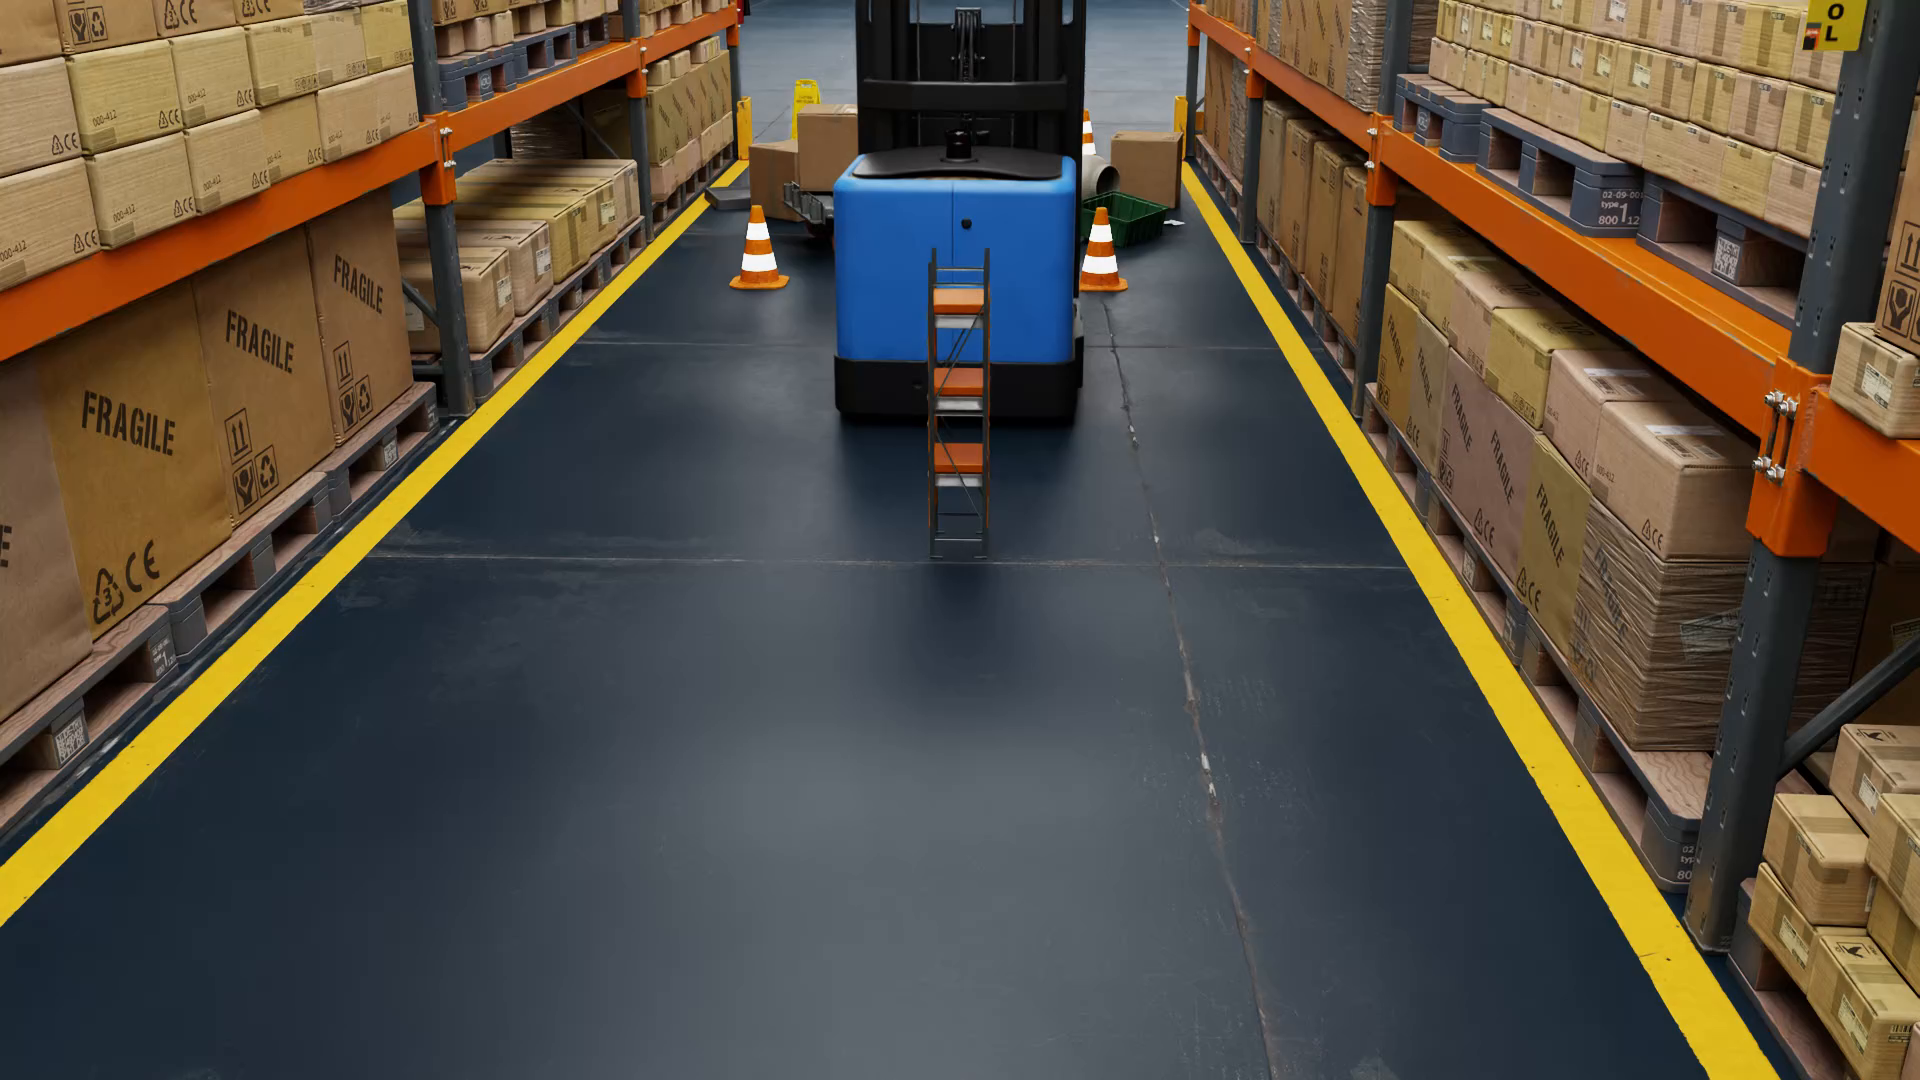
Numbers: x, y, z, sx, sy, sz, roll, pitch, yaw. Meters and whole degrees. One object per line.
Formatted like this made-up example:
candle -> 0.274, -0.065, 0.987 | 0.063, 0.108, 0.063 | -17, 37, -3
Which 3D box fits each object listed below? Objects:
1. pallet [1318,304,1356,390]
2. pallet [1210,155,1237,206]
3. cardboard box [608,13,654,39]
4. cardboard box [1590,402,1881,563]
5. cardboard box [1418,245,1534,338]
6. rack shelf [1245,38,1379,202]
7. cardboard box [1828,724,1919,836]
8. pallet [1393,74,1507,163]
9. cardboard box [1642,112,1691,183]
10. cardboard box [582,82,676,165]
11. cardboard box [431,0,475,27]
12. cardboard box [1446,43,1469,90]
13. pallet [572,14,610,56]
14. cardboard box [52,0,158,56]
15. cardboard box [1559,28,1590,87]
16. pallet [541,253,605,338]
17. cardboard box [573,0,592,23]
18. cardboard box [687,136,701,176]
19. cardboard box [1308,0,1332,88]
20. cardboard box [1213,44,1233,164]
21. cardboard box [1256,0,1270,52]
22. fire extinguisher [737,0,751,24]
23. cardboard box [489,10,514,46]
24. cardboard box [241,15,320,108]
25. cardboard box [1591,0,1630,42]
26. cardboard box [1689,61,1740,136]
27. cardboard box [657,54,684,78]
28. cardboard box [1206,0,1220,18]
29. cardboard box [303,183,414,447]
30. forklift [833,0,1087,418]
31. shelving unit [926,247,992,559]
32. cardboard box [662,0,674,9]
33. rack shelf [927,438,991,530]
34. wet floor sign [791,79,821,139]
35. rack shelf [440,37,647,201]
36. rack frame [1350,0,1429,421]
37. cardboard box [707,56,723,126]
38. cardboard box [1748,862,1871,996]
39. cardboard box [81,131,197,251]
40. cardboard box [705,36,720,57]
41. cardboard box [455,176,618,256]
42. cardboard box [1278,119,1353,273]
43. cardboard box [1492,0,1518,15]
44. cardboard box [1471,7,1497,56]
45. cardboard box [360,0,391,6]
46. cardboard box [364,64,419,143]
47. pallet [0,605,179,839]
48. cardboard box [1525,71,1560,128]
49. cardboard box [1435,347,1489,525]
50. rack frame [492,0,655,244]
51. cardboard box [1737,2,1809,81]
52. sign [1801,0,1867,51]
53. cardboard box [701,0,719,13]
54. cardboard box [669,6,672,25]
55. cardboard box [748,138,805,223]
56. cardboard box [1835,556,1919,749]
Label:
pallet -> 2.360, -0.929, 8.132 | 1.003, 0.211, 1.213 | 1, 21, 2
pallet -> 2.518, -2.808, 12.973 | 1.003, 0.211, 1.213 | 1, 21, 2
cardboard box -> -2.239, -3.403, 10.999 | 0.380, 0.149, 0.250 | 1, 21, 1
cardboard box -> 1.909, -0.151, 4.110 | 0.500, 0.250, 0.500 | 0, 21, 0
cardboard box -> 1.982, -0.895, 6.028 | 0.500, 0.250, 0.500 | 0, 21, 1
rack shelf -> 2.321, -2.333, 8.889 | 1.077, 0.370, 4.000 | 1, 21, 2
cardboard box -> 1.921, 0.479, 3.185 | 0.380, 0.149, 0.250 | 1, 21, 4
pallet -> 2.345, -1.597, 6.263 | 1.213, 0.211, 1.003 | 1, 21, 2
cardboard box -> 1.978, -0.998, 4.221 | 0.380, 0.149, 0.250 | 0, 21, -1
cardboard box -> -2.281, -2.883, 11.497 | 0.500, 0.500, 0.500 | 2, 21, 4
cardboard box -> -2.445, -2.504, 7.206 | 0.500, 0.500, 0.500 | 0, 21, 0
cardboard box -> 2.037, -1.767, 6.204 | 0.380, 0.149, 0.250 | 2, 21, 4
pallet -> -2.737, -3.045, 9.996 | 1.003, 0.211, 1.213 | 1, 21, 2
cardboard box -> -2.506, -1.551, 4.359 | 0.500, 0.500, 0.500 | 0, 21, 0
cardboard box -> 2.003, -1.427, 4.915 | 0.380, 0.149, 0.250 | 1, 21, 4
pallet -> -2.625, -1.386, 9.308 | 1.003, 0.211, 1.213 | 1, 21, 2
cardboard box -> -2.310, -3.018, 9.427 | 0.380, 0.149, 0.250 | 1, 21, 2
cardboard box -> -2.263, -2.919, 12.625 | 0.500, 0.250, 0.500 | 0, 21, 1
cardboard box -> 2.037, -2.519, 8.235 | 0.500, 0.500, 0.500 | 0, 21, 1
cardboard box -> 2.524, -3.479, 13.205 | 0.875, 0.875, 0.875 | 0, 21, 1
cardboard box -> 2.097, -3.251, 10.122 | 0.500, 0.500, 0.500 | 1, 21, 2
fire extinguisher -> -1.983, -4.856, 14.504 | 0.296, 0.674, 0.183 | 1, 21, 2
cardboard box -> -2.369, -2.457, 7.981 | 0.380, 0.149, 0.250 | 1, 21, 2
cardboard box -> -2.458, -1.578, 5.464 | 0.500, 0.250, 0.500 | 0, 21, 0
cardboard box -> 1.996, -1.473, 4.624 | 0.380, 0.149, 0.250 | 0, 21, -1
cardboard box -> 1.971, -1.047, 3.937 | 0.380, 0.149, 0.250 | 2, 21, 4
cardboard box -> -2.203, -3.416, 11.973 | 0.380, 0.149, 0.250 | 1, 21, 4
cardboard box -> 2.400, -4.373, 12.945 | 0.875, 0.550, 0.550 | 1, 21, 2
cardboard box -> -2.795, -0.919, 6.609 | 0.875, 0.875, 0.875 | 0, 21, 1
forklift -> 0.068, -2.385, 8.125 | 1.130, 2.935, 3.031 | 1, 21, 4
shelving unit -> -0.002, -0.470, 5.789 | 0.215, 1.050, 0.252 | 1, 21, 2
cardboard box -> -2.285, -3.932, 11.468 | 0.500, 0.500, 0.500 | 1, 21, 1
rack shelf -> -0.002, -0.201, 5.894 | 0.215, 0.259, 0.240 | 1, 21, 2
wet floor sign -> -1.372, -3.815, 14.969 | 0.267, 0.644, 0.232 | 8, 23, 20
rack shelf -> -2.630, -2.351, 8.935 | 1.077, 0.370, 4.000 | 1, 21, 2
rack frame -> 2.260, -1.945, 6.895 | 1.000, 3.000, 0.127 | 1, 21, 2
cardboard box -> -2.223, -3.638, 13.442 | 0.500, 0.500, 0.500 | 1, 21, 4
cardboard box -> 1.806, 0.763, 3.278 | 0.380, 0.149, 0.250 | 0, 21, -1
cardboard box -> -2.489, -0.975, 4.603 | 0.500, 0.250, 0.500 | 0, 21, 1
cardboard box -> -2.155, -3.996, 13.467 | 0.380, 0.149, 0.250 | 1, 21, 3
cardboard box -> -2.601, -1.930, 9.909 | 0.950, 0.372, 0.625 | 2, 21, 5
cardboard box -> 2.420, -1.964, 9.474 | 1.050, 0.750, 0.750 | 1, 21, 2
cardboard box -> 2.027, -1.855, 5.606 | 0.380, 0.149, 0.250 | 0, 21, -1
cardboard box -> 2.034, -1.795, 5.865 | 0.380, 0.149, 0.250 | 0, 21, 0
cardboard box -> -2.445, -2.286, 6.253 | 0.500, 0.500, 0.500 | 0, 21, 0
cardboard box -> -2.446, -1.707, 6.490 | 0.500, 0.250, 0.500 | 0, 21, 0
pallet -> -2.864, 0.503, 4.440 | 1.003, 0.211, 1.213 | 1, 21, 2
cardboard box -> 2.007, -1.385, 5.218 | 0.380, 0.149, 0.250 | 1, 21, 2
cardboard box -> 1.961, -0.355, 5.673 | 0.500, 0.500, 0.500 | 0, 21, 0
rack frame -> -2.569, -3.409, 10.669 | 1.000, 3.000, 0.127 | 1, 21, 2
cardboard box -> 1.963, -1.099, 3.660 | 0.380, 0.149, 0.250 | 0, 21, 0
sign -> 1.584, -1.043, 2.971 | 0.100, 0.325, 0.005 | 1, 21, 2
cardboard box -> -2.148, -4.322, 13.369 | 0.380, 0.149, 0.250 | 1, 21, 3
cardboard box -> -2.286, -3.777, 11.963 | 0.380, 0.149, 0.250 | 1, 21, 1
cardboard box -> -1.176, -2.618, 12.081 | 0.500, 0.500, 0.500 | 18, 27, 38
cardboard box -> 2.426, 0.206, 4.225 | 0.500, 0.500, 0.500 | 1, 21, 4
